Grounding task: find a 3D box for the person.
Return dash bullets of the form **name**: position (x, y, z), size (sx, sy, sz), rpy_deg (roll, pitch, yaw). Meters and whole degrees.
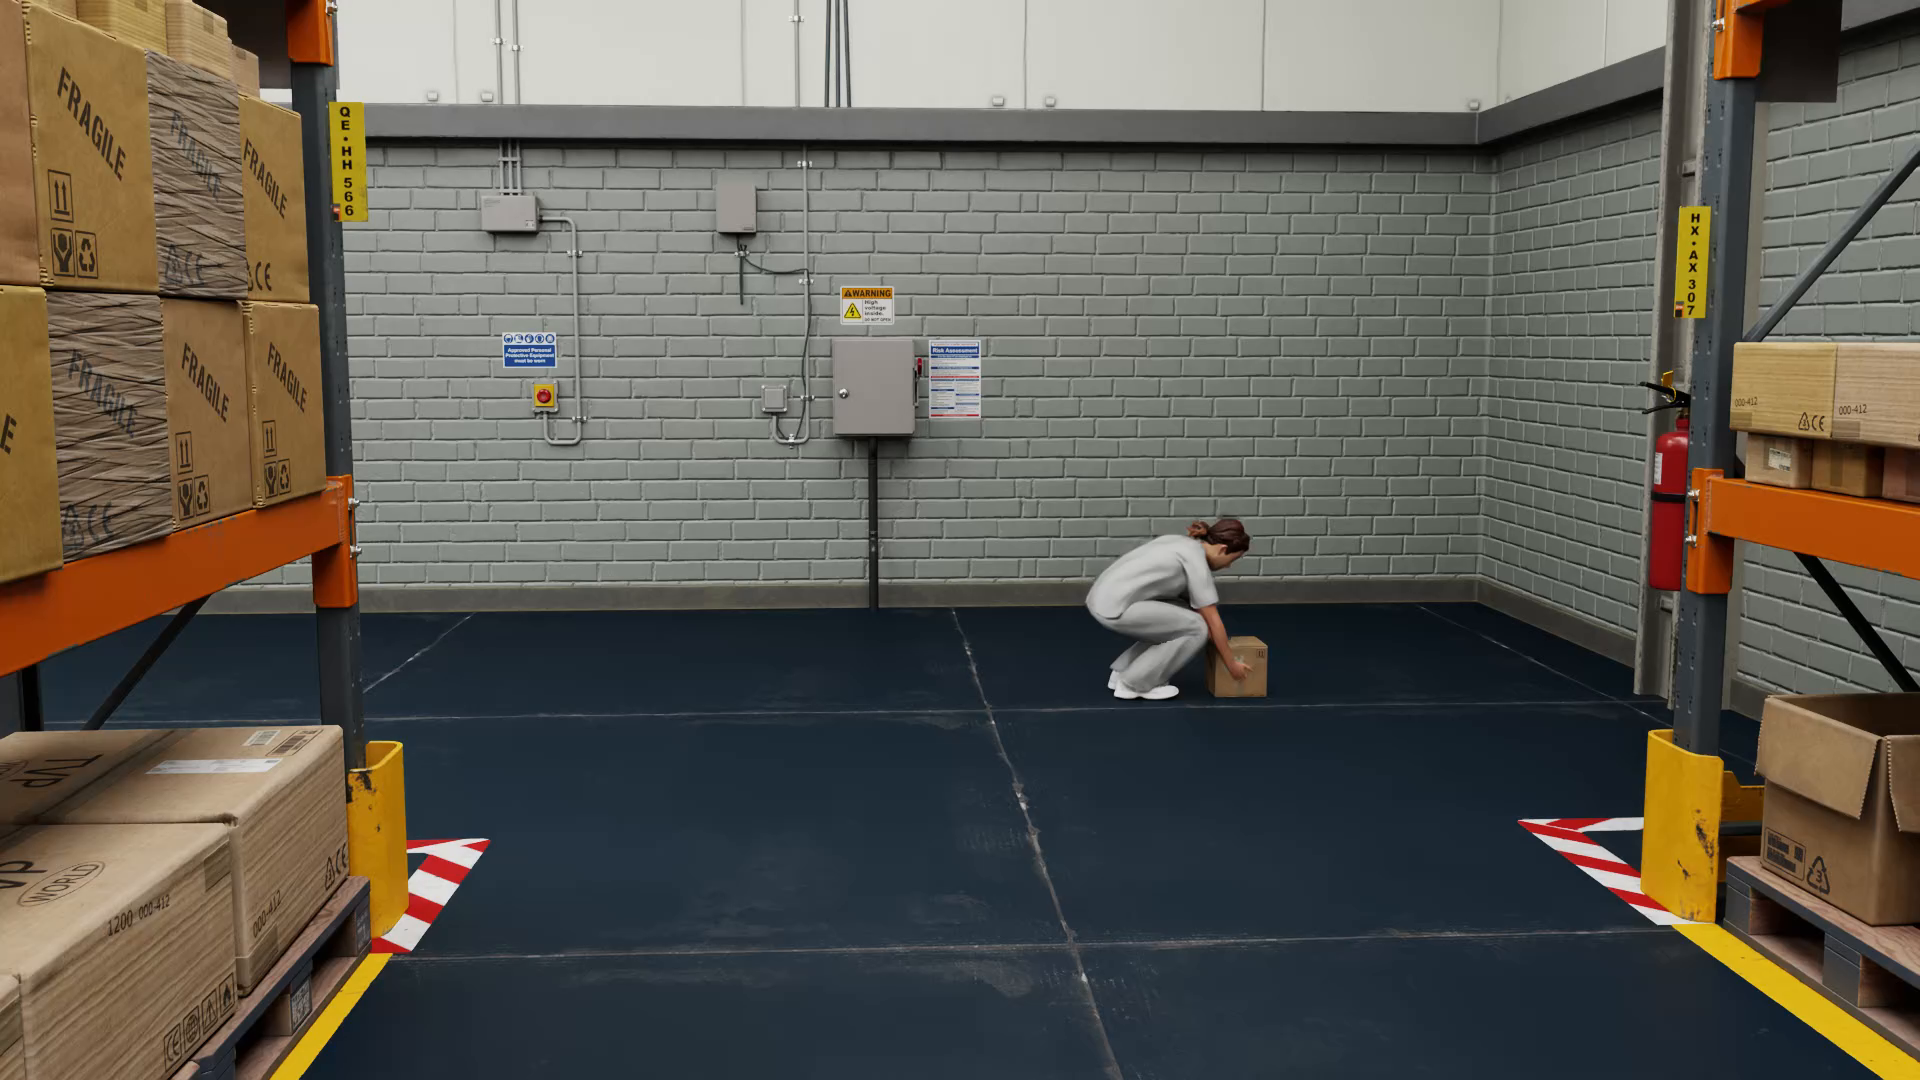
- **person**: position (1.007, 0.324, 8.038), size (0.801, 0.847, 0.484), rpy_deg (0, 7, -4)
